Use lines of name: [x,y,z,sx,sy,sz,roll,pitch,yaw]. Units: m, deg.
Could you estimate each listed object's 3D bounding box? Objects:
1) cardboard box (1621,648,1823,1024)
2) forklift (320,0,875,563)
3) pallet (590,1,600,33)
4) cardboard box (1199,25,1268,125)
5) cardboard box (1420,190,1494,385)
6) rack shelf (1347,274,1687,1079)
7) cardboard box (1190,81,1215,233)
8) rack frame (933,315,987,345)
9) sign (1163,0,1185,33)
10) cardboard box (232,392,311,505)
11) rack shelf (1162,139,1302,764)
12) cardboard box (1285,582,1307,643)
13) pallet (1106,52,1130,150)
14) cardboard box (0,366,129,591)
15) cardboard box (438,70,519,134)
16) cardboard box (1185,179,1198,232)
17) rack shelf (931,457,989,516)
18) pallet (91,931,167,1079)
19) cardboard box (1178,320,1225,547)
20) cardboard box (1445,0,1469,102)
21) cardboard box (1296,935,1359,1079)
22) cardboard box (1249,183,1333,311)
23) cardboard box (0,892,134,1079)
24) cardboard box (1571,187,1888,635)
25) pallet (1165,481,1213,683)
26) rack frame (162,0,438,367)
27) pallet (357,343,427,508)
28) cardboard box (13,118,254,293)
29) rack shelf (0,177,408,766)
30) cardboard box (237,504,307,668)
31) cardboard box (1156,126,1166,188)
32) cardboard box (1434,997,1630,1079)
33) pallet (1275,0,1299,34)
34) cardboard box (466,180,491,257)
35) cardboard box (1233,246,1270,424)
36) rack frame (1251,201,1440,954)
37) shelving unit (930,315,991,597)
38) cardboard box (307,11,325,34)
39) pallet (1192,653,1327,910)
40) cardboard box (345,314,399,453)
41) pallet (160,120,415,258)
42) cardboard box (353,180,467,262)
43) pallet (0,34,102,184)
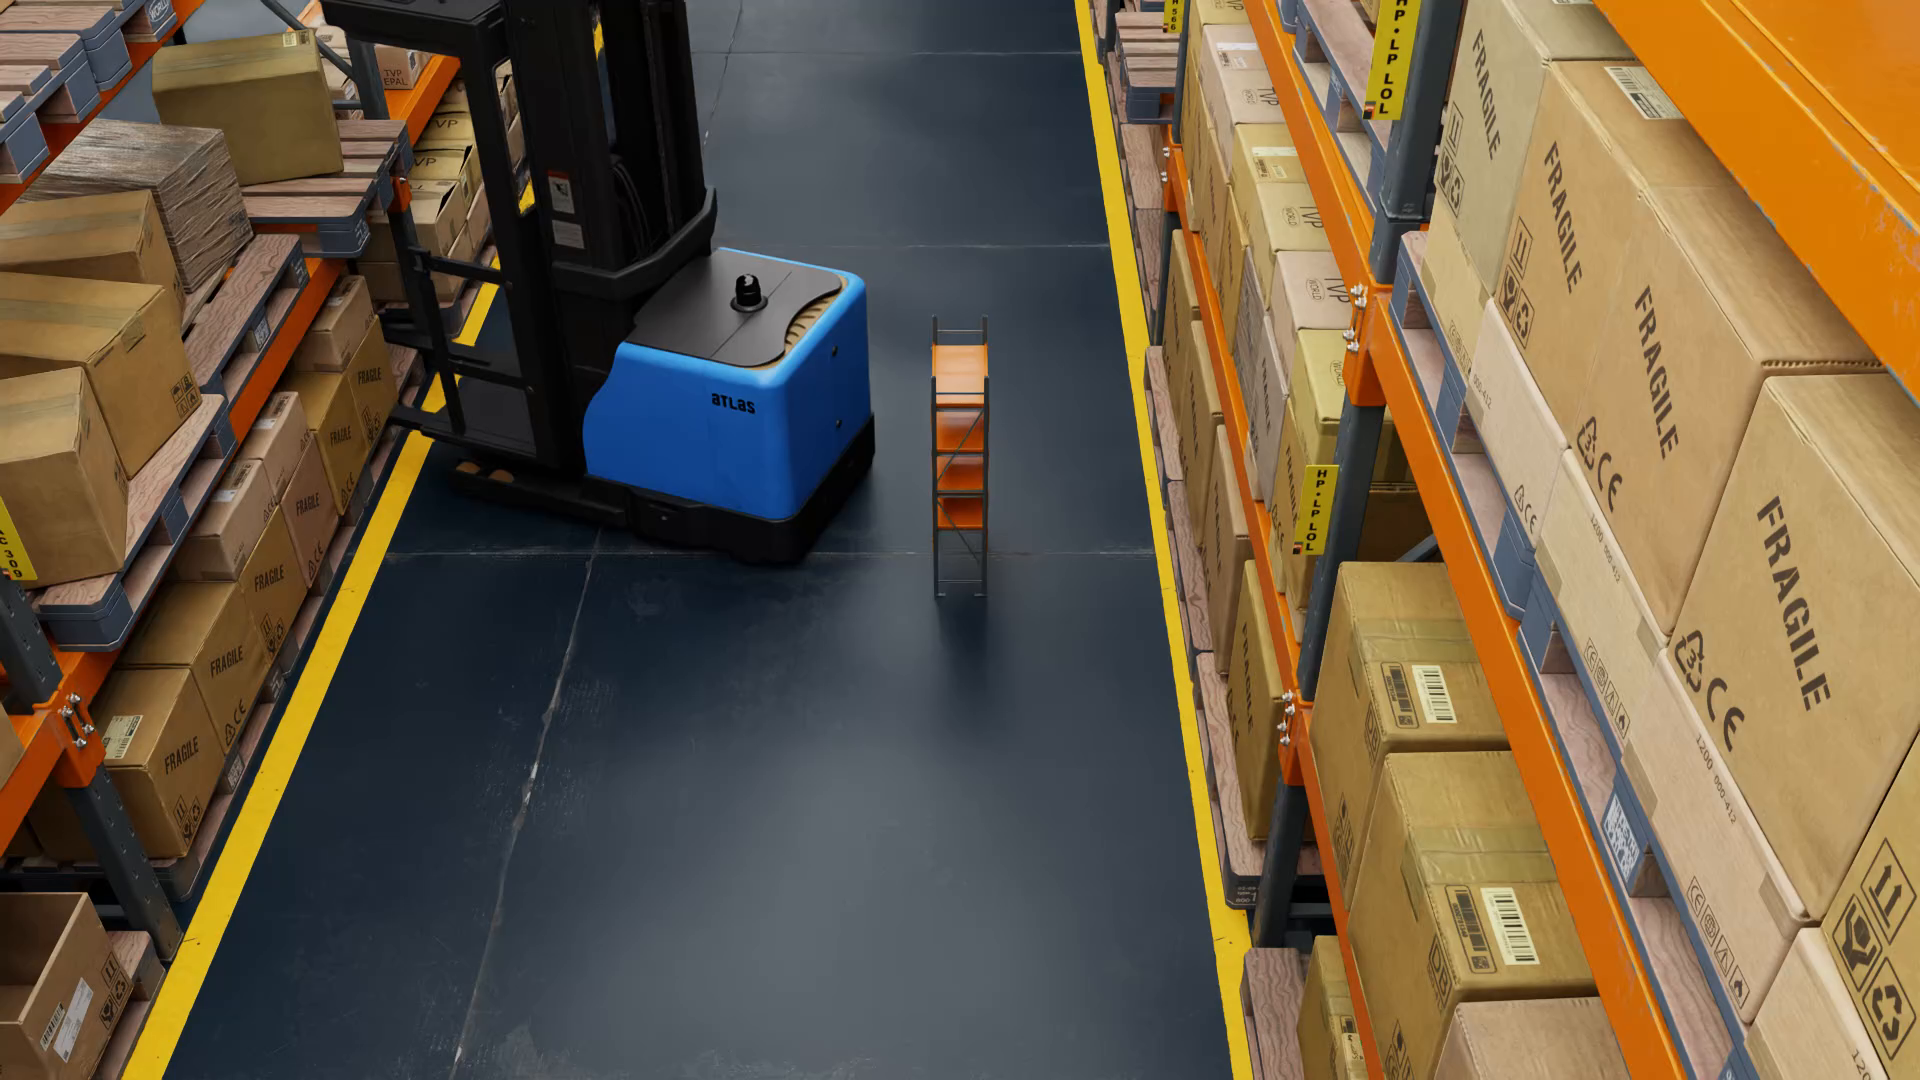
cardboard box: [1.311,0.407,2.394,0.500,0.250,0.500,-1,39,-1]
forklift: [-2.000,-1.614,7.665,3.031,2.935,1.130,14,41,16]
pallet: [-3.342,-4.077,12.914,1.003,0.211,1.213,0,39,0]
cardboard box: [1.319,-2.007,7.168,0.500,0.250,0.500,-1,39,-1]
cardboard box: [1.317,-0.553,3.593,0.500,0.250,0.500,0,39,0]
rack shelf: [1.582,0.690,2.912,1.077,0.370,4.000,0,39,0]
cardboard box: [1.311,-1.703,7.389,0.500,0.500,0.500,1,39,1]
rack frame: [0.000,-0.517,7.682,0.240,1.200,0.015,0,39,0]
sign: [1.032,-2.587,7.962,0.100,0.325,0.005,0,39,0]
cardboard box: [-3.133,-0.395,7.137,0.500,0.250,0.500,-1,39,-1]
rack shelf: [1.577,-0.640,6.971,1.077,0.370,4.000,0,39,0]
cardboard box: [1.296,0.209,5.522,0.380,0.149,0.250,0,39,0]
pallet: [1.573,-3.098,11.693,1.003,0.211,1.213,0,39,0]
cardboard box: [-3.151,-0.164,5.386,0.700,0.500,0.500,-13,40,-15]
cardboard box: [-3.094,-2.772,10.471,0.500,0.311,0.500,0,39,-1]
cardboard box: [1.251,-1.552,7.718,0.380,0.149,0.250,1,39,1]
rack shelf: [0.000,-0.312,7.533,0.258,0.148,0.480,0,39,0]
pallet: [-3.374,1.853,5.515,1.003,0.211,1.213,0,39,0]
cardboard box: [1.439,-0.489,7.590,0.750,0.750,0.750,0,39,0]
cardboard box: [1.688,-1.602,4.766,0.700,0.500,0.500,-2,39,-3]
cardboard box: [1.478,1.609,5.252,0.700,0.500,0.500,0,39,1]
cardboard box: [1.332,-1.057,5.982,0.500,0.250,0.500,1,39,1]
cardboard box: [-3.090,1.495,5.378,0.500,0.500,0.500,0,39,0]
cardboard box: [1.313,-0.202,2.554,0.500,0.500,0.500,0,39,0]
pallet: [1.499,0.170,7.614,1.003,0.211,1.213,0,39,0]
rack frame: [-3.379,-2.166,8.300,1.000,3.000,0.127,0,39,0]
pallet: [-3.416,-0.611,8.589,1.003,0.211,1.213,0,39,0]
cardboard box: [-3.455,-1.403,6.932,0.700,0.500,0.500,7,39,8]
rack shelf: [-3.376,-0.635,6.964,1.077,0.370,4.000,0,39,0]
cardboard box: [-3.136,0.190,7.006,0.500,0.500,0.500,0,39,0]
cardboard box: [1.609,-2.451,10.303,0.700,0.500,0.500,0,39,0]
cardboard box: [1.570,1.463,3.531,0.980,0.700,0.700,-2,39,-2]
pallet: [1.633,-2.167,6.053,1.003,0.211,1.213,2,39,2]
cardboard box: [-3.087,-1.899,9.829,0.500,0.250,0.500,-1,39,-1]
cardboard box: [1.324,-0.755,6.205,0.500,0.500,0.500,0,39,0]
rack frame: [1.580,0.329,5.186,1.000,3.000,0.127,0,39,0]
shelving unit: [0.000,-0.365,7.491,0.258,1.200,0.503,0,39,0]
cardboard box: [-3.437,-2.865,9.373,0.380,0.149,0.250,3,39,3]
pallet: [1.503,0.935,6.660,1.003,0.211,1.213,0,39,0]
cardboard box: [-3.143,-0.778,8.214,0.500,0.500,0.500,1,39,2]
pallet: [-3.308,-1.667,7.831,1.213,0.211,1.003,0,39,0]
cardboard box: [-3.086,-1.803,9.262,0.500,0.311,0.500,1,39,1]
pallet: [-3.305,-1.170,4.808,1.213,0.211,1.003,0,39,0]
